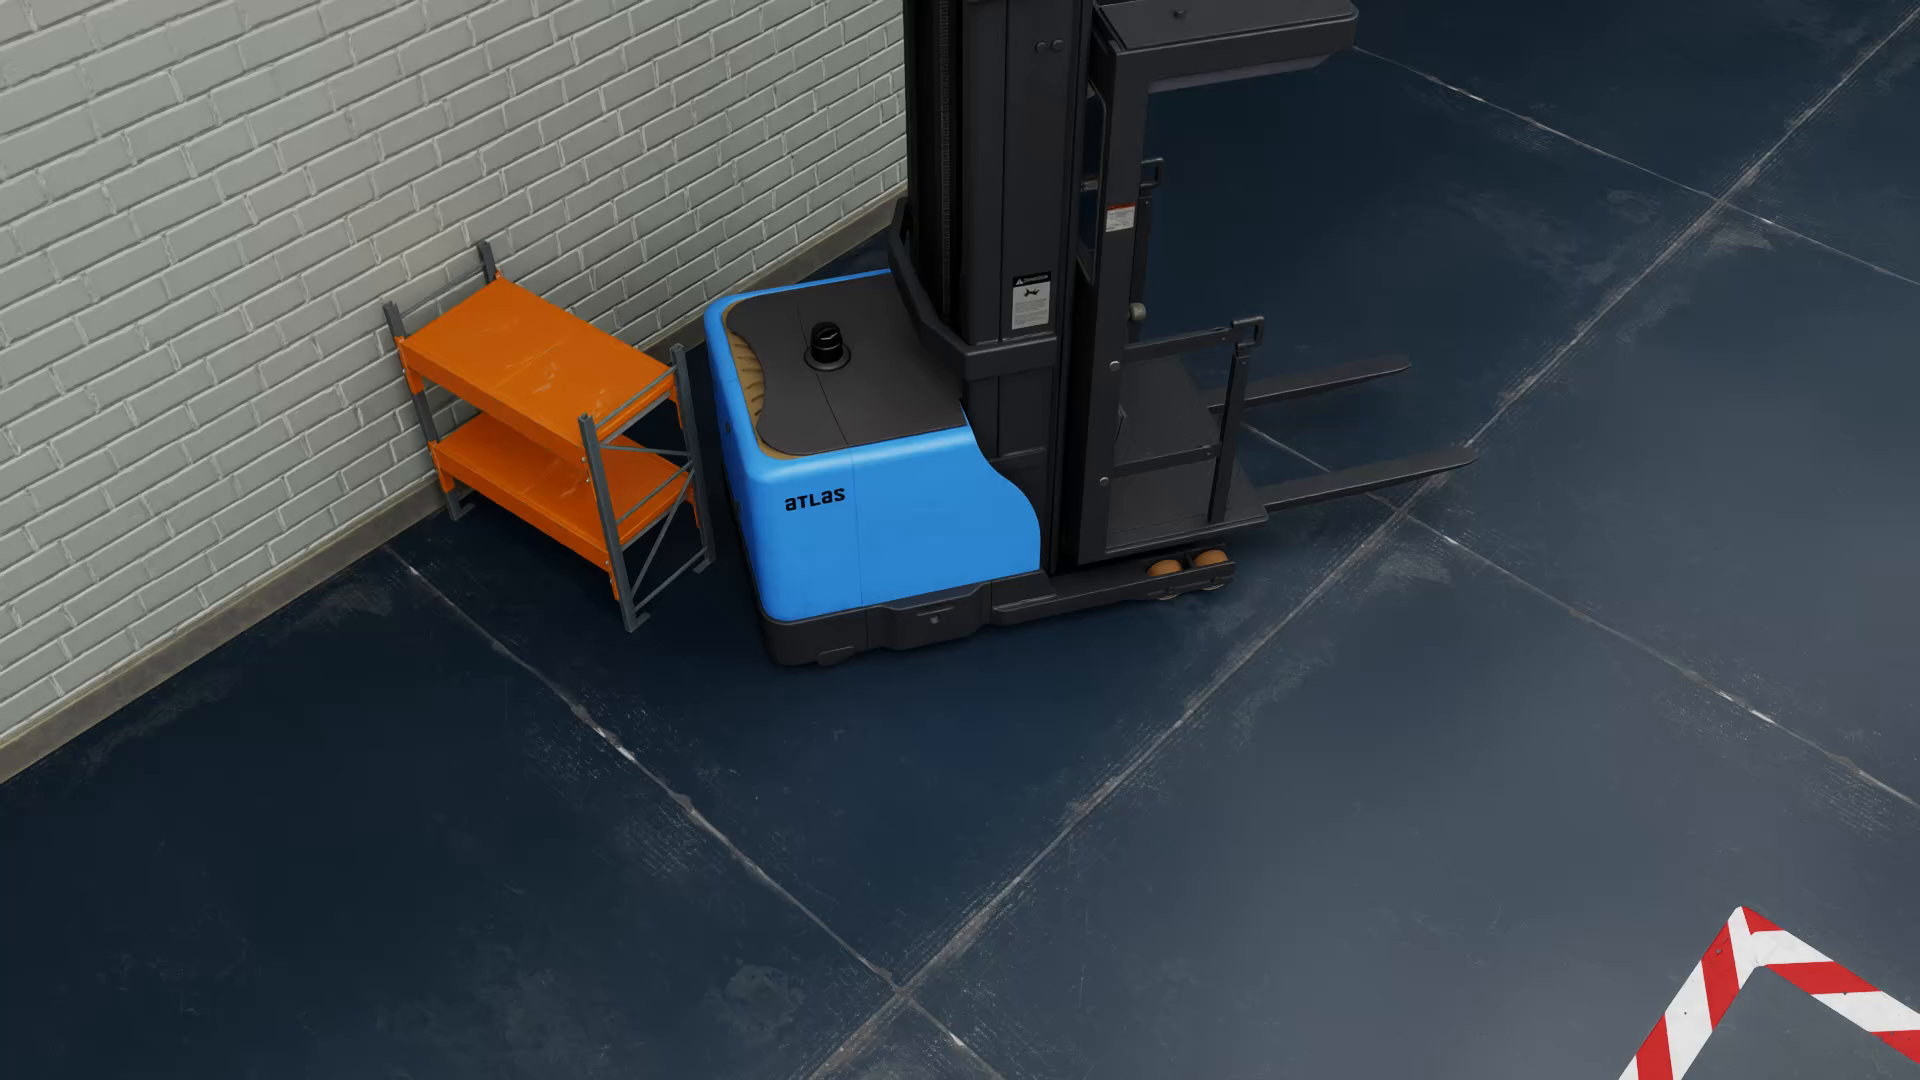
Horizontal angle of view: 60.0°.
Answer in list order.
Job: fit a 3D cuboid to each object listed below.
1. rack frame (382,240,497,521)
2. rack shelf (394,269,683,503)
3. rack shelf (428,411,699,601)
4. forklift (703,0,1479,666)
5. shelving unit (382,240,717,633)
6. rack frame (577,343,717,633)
[{"bbox_3d":[-1.967,-0.616,6.665,0.032,1.125,0.500,29,53,24],"label":"rack frame"},{"bbox_3d":[-1.560,-0.595,6.244,1.000,0.278,0.538,29,53,24],"label":"rack shelf"},{"bbox_3d":[-1.560,-0.227,6.635,1.000,0.278,0.538,29,53,24],"label":"rack shelf"},{"bbox_3d":[0.600,-1.126,5.905,3.031,2.935,1.130,-12,48,-11],"label":"forklift"},{"bbox_3d":[-1.560,-0.394,6.457,1.048,1.125,0.538,29,53,24],"label":"shelving unit"},{"bbox_3d":[-1.153,-0.172,6.249,0.032,1.125,0.500,29,53,24],"label":"rack frame"}]
